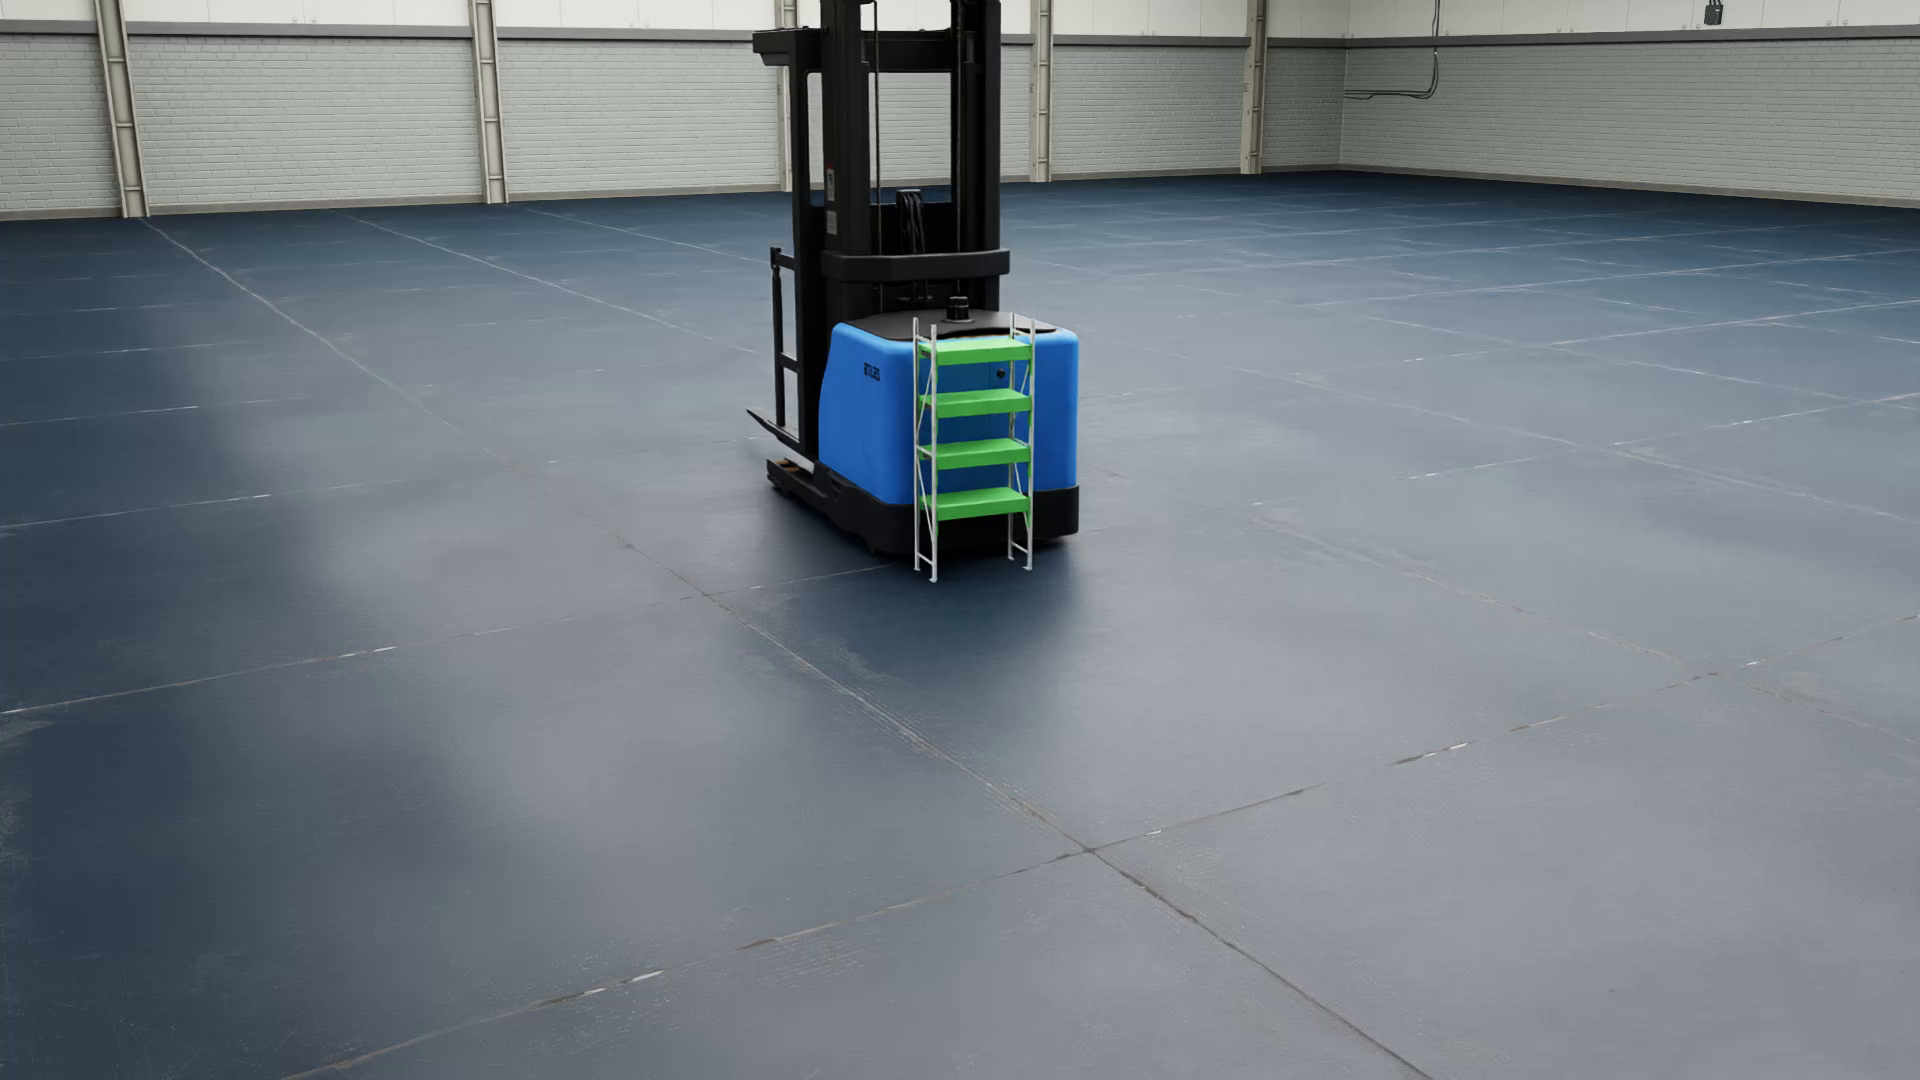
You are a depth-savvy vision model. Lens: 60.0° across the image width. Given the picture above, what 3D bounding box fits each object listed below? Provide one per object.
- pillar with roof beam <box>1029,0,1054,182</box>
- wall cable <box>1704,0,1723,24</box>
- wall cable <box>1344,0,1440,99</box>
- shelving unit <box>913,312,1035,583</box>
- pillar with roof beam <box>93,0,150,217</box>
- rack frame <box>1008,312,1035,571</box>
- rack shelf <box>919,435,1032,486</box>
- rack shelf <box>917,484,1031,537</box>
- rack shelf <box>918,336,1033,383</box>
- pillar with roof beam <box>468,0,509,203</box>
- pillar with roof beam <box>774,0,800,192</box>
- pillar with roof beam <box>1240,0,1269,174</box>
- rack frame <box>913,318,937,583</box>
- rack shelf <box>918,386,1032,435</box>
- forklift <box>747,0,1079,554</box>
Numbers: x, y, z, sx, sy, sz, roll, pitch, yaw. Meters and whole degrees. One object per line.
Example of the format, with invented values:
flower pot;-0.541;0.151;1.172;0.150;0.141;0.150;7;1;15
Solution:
pillar with roof beam;3.970;-11.213;31.759;0.400;9.000;9.100;-9;18;-30
wall cable;14.978;-12.585;30.354;0.169;6.003;2.305;-9;18;-30
wall cable;10.103;-11.651;39.076;0.112;2.526;3.097;-9;18;-30
shelving unit;0.064;-0.434;7.754;0.503;1.200;0.258;-7;17;-22
pillar with roof beam;-11.459;-8.710;22.833;0.400;9.000;9.100;-9;18;-30
rack frame;0.288;-0.460;7.846;0.015;1.200;0.240;-7;17;-22
rack shelf;0.064;-0.372;7.771;0.480;0.148;0.258;-7;17;-22
rack shelf;0.063;-0.142;7.837;0.480;0.148;0.258;-7;17;-22
rack shelf;0.065;-0.834;7.640;0.480;0.148;0.258;-7;17;-22
pillar with roof beam;-6.316;-9.545;25.808;0.400;9.000;9.100;-9;18;-30
pillar with roof beam;-1.173;-10.379;28.783;0.400;9.000;9.100;-9;18;-30
pillar with roof beam;9.113;-12.047;34.734;0.400;9.000;9.100;-9;18;-30
rack frame;-0.160;-0.408;7.661;0.015;1.200;0.240;-7;17;-22
rack shelf;0.064;-0.603;7.706;0.480;0.148;0.258;-7;17;-22
forklift;-0.452;-1.696;9.051;1.130;2.935;3.031;-7;17;-22
